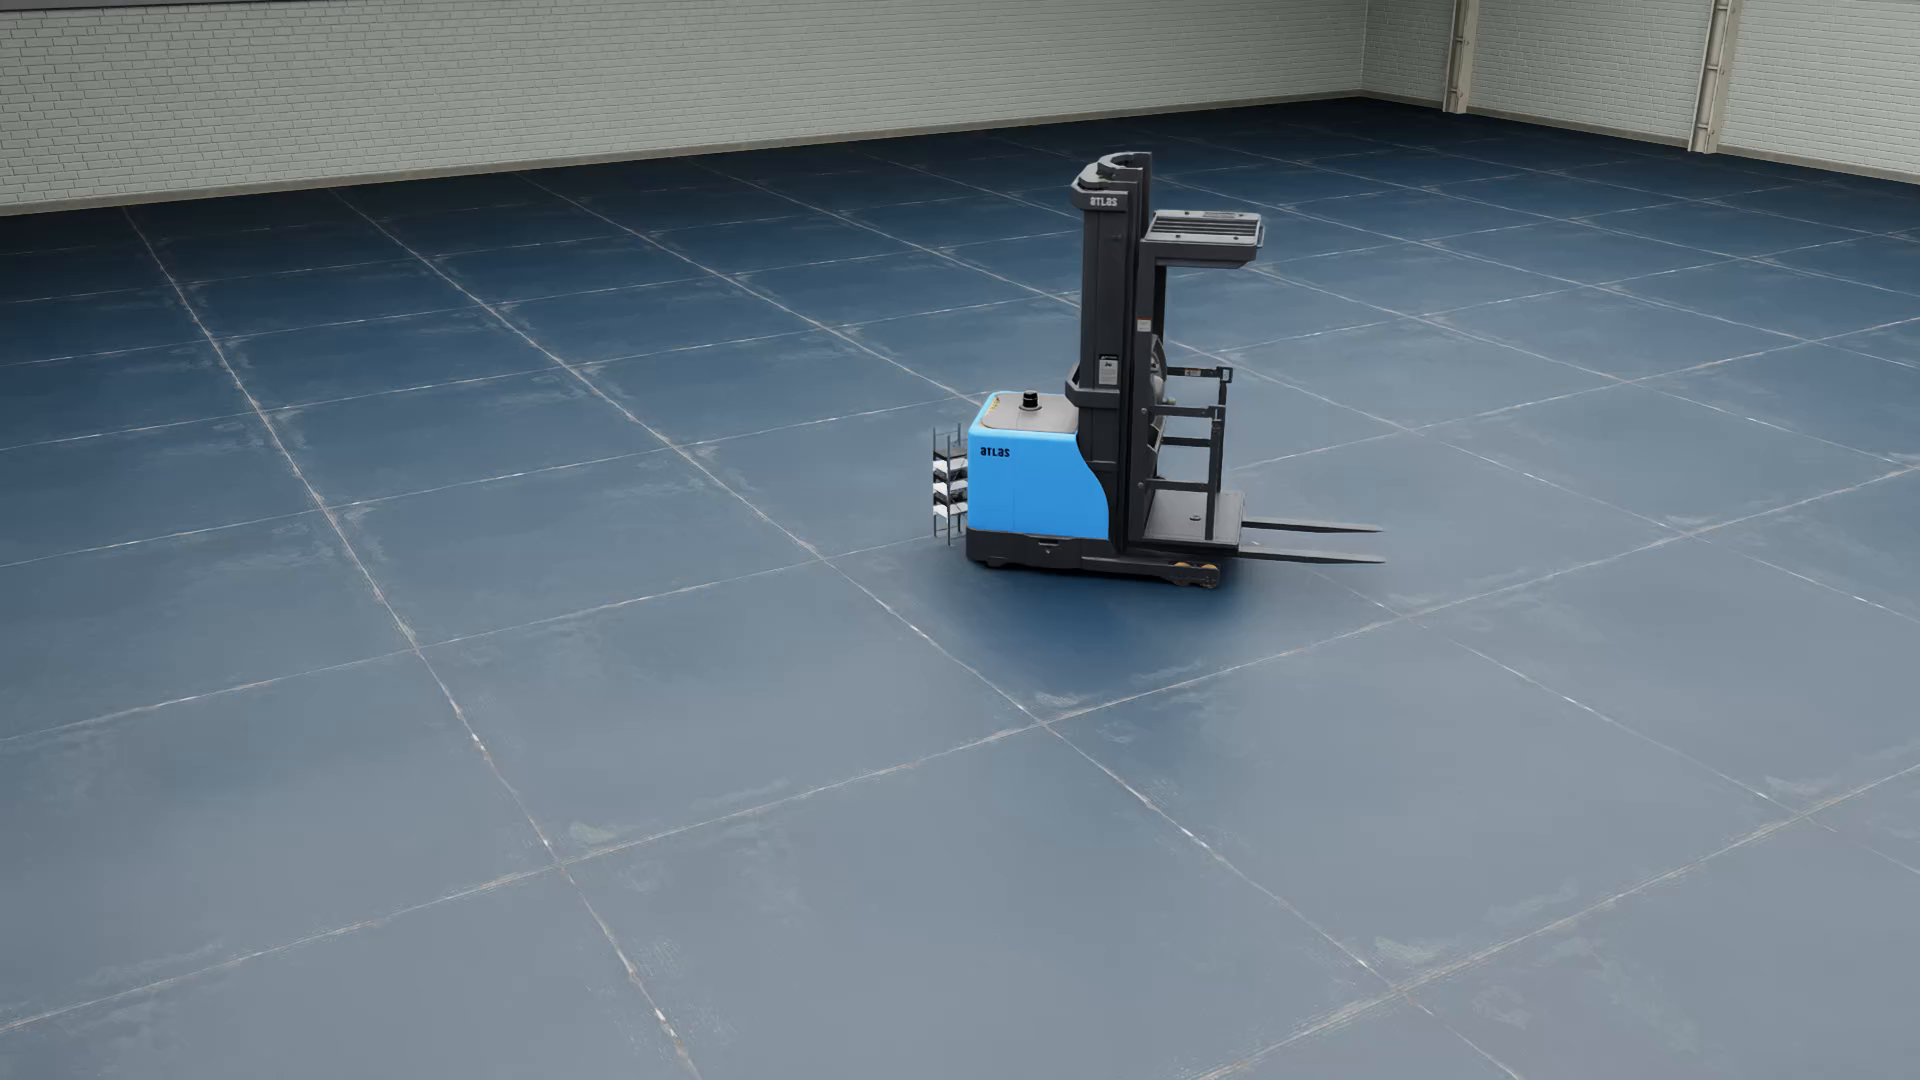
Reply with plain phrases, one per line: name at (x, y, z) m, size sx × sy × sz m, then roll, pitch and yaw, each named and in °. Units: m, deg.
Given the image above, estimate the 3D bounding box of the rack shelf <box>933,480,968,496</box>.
rack shelf at (-0.046, -0.386, 12.655) m, size 0.258 × 0.077 × 0.200 m, roll -13°, pitch 26°, yaw -30°

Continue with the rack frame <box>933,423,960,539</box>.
rack frame at (-0.100, -0.449, 12.722) m, size 0.240 × 0.900 × 0.006 m, roll -13°, pitch 26°, yaw -30°

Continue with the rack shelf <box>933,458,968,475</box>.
rack shelf at (-0.046, -0.553, 12.587) m, size 0.258 × 0.077 × 0.200 m, roll -13°, pitch 26°, yaw -30°

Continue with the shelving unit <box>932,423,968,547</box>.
shelving unit at (-0.046, -0.417, 12.642) m, size 0.258 × 0.900 × 0.210 m, roll -13°, pitch 26°, yaw -30°

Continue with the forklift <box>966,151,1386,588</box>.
forklift at (1.612, -1.231, 11.947) m, size 3.031 × 2.935 × 1.130 m, roll 4°, pitch 23°, yaw 11°

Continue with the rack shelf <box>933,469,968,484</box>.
rack shelf at (-0.046, -0.469, 12.621) m, size 0.258 × 0.077 × 0.200 m, roll -13°, pitch 26°, yaw -30°

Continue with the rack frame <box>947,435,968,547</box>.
rack frame at (0.008, -0.385, 12.562) m, size 0.240 × 0.900 × 0.006 m, roll -13°, pitch 26°, yaw -30°

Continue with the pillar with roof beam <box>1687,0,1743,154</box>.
pillar with roof beam at (9.745, -10.378, 26.393) m, size 9.100 × 9.000 × 0.400 m, roll -13°, pitch 25°, yaw -28°

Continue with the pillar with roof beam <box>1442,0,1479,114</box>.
pillar with roof beam at (6.680, -12.320, 31.171) m, size 9.100 × 9.000 × 0.400 m, roll -13°, pitch 25°, yaw -28°

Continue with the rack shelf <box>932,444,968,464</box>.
rack shelf at (-0.046, -0.636, 12.553) m, size 0.258 × 0.077 × 0.200 m, roll -13°, pitch 26°, yaw -30°

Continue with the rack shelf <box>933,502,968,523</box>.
rack shelf at (-0.046, -0.219, 12.722) m, size 0.258 × 0.077 × 0.200 m, roll -13°, pitch 26°, yaw -30°

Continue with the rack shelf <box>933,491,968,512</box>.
rack shelf at (-0.046, -0.303, 12.688) m, size 0.258 × 0.077 × 0.200 m, roll -13°, pitch 26°, yaw -30°
